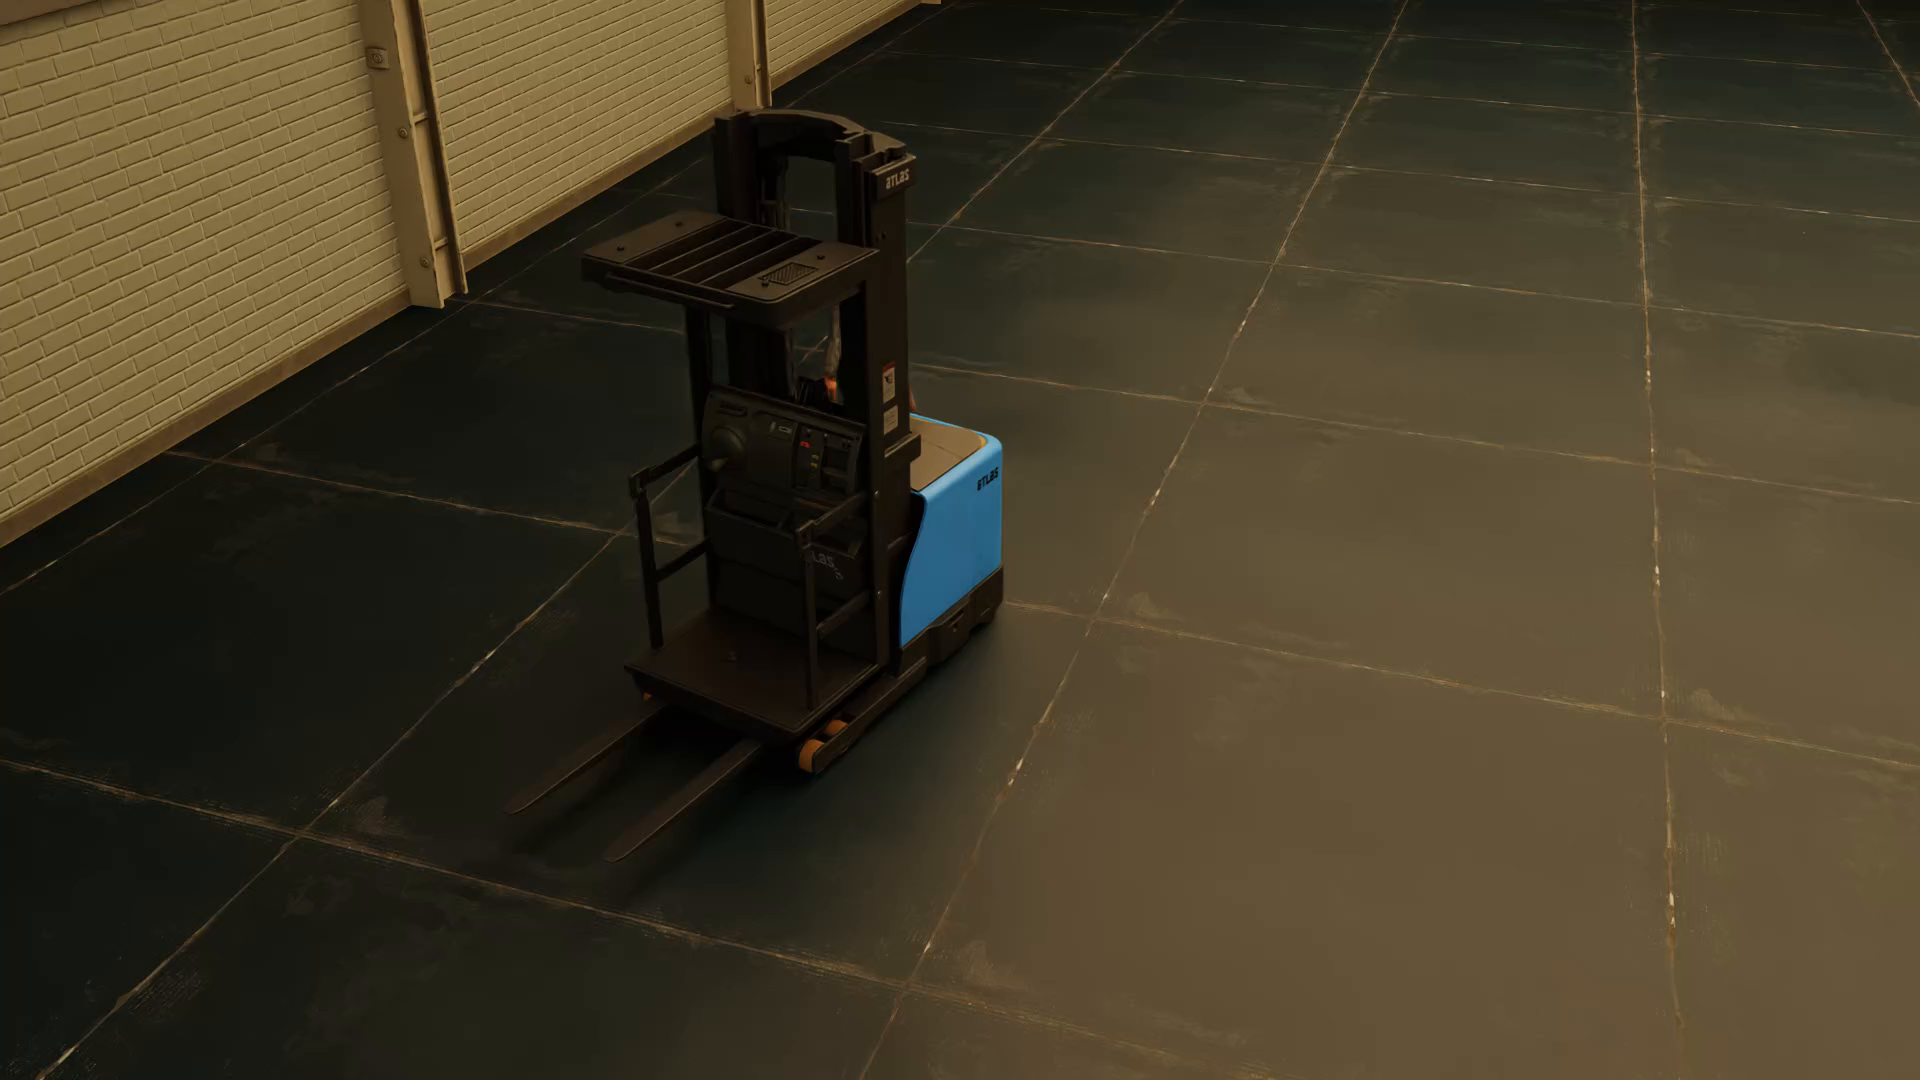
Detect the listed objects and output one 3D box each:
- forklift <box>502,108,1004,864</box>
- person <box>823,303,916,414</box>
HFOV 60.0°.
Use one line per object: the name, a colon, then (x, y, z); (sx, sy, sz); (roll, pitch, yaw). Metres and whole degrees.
forklift: (-0.975, -0.401, 7.840); (1.130, 2.935, 3.031); (18, 34, 28)
person: (-0.590, -1.068, 10.315); (0.418, 1.694, 0.870); (15, 33, 24)
